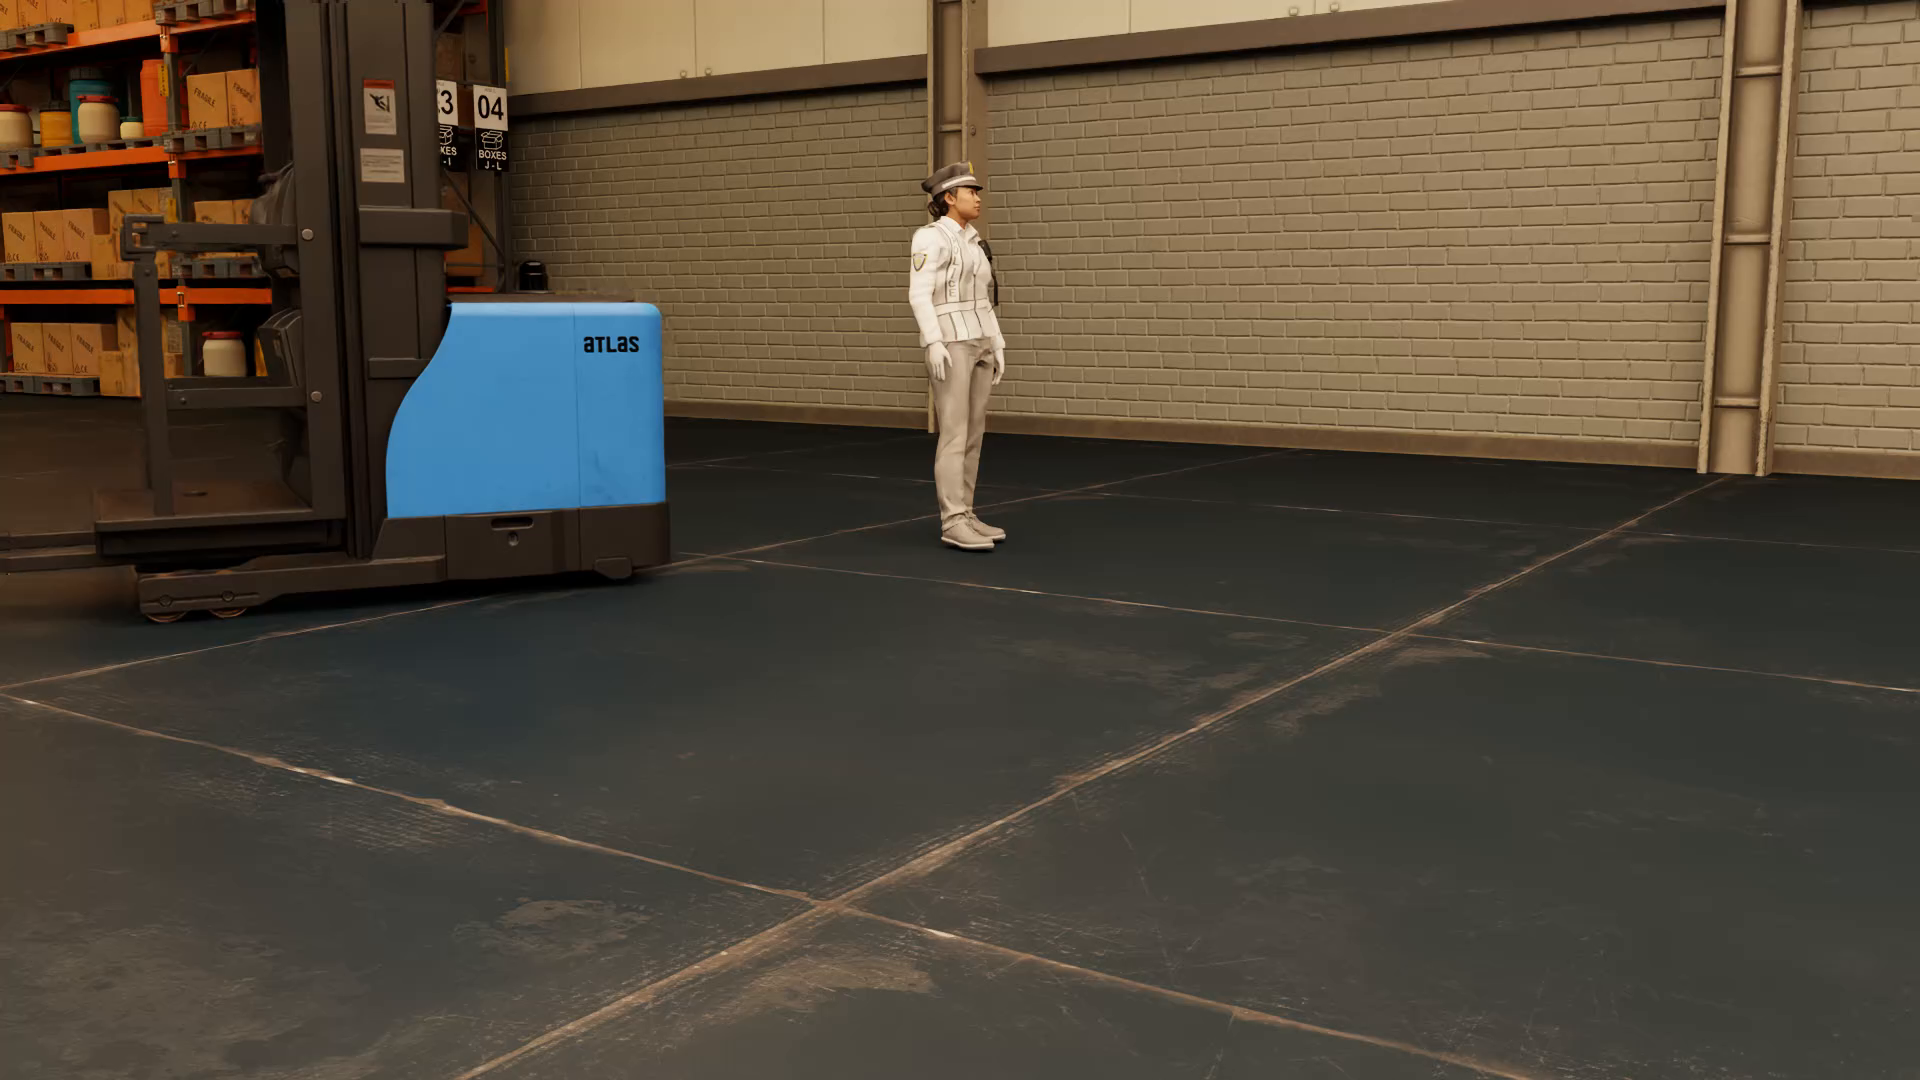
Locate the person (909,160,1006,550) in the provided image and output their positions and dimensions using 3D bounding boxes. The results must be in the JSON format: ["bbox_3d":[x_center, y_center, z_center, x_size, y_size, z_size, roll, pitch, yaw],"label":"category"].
[{"bbox_3d":[0.053,-0.840,7.440,0.531,1.695,0.588,5,10,34],"label":"person"}]

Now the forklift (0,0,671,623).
[{"bbox_3d":[-2.679,-1.255,6.019,3.031,2.935,1.130,-4,9,-27],"label":"forklift"}]
